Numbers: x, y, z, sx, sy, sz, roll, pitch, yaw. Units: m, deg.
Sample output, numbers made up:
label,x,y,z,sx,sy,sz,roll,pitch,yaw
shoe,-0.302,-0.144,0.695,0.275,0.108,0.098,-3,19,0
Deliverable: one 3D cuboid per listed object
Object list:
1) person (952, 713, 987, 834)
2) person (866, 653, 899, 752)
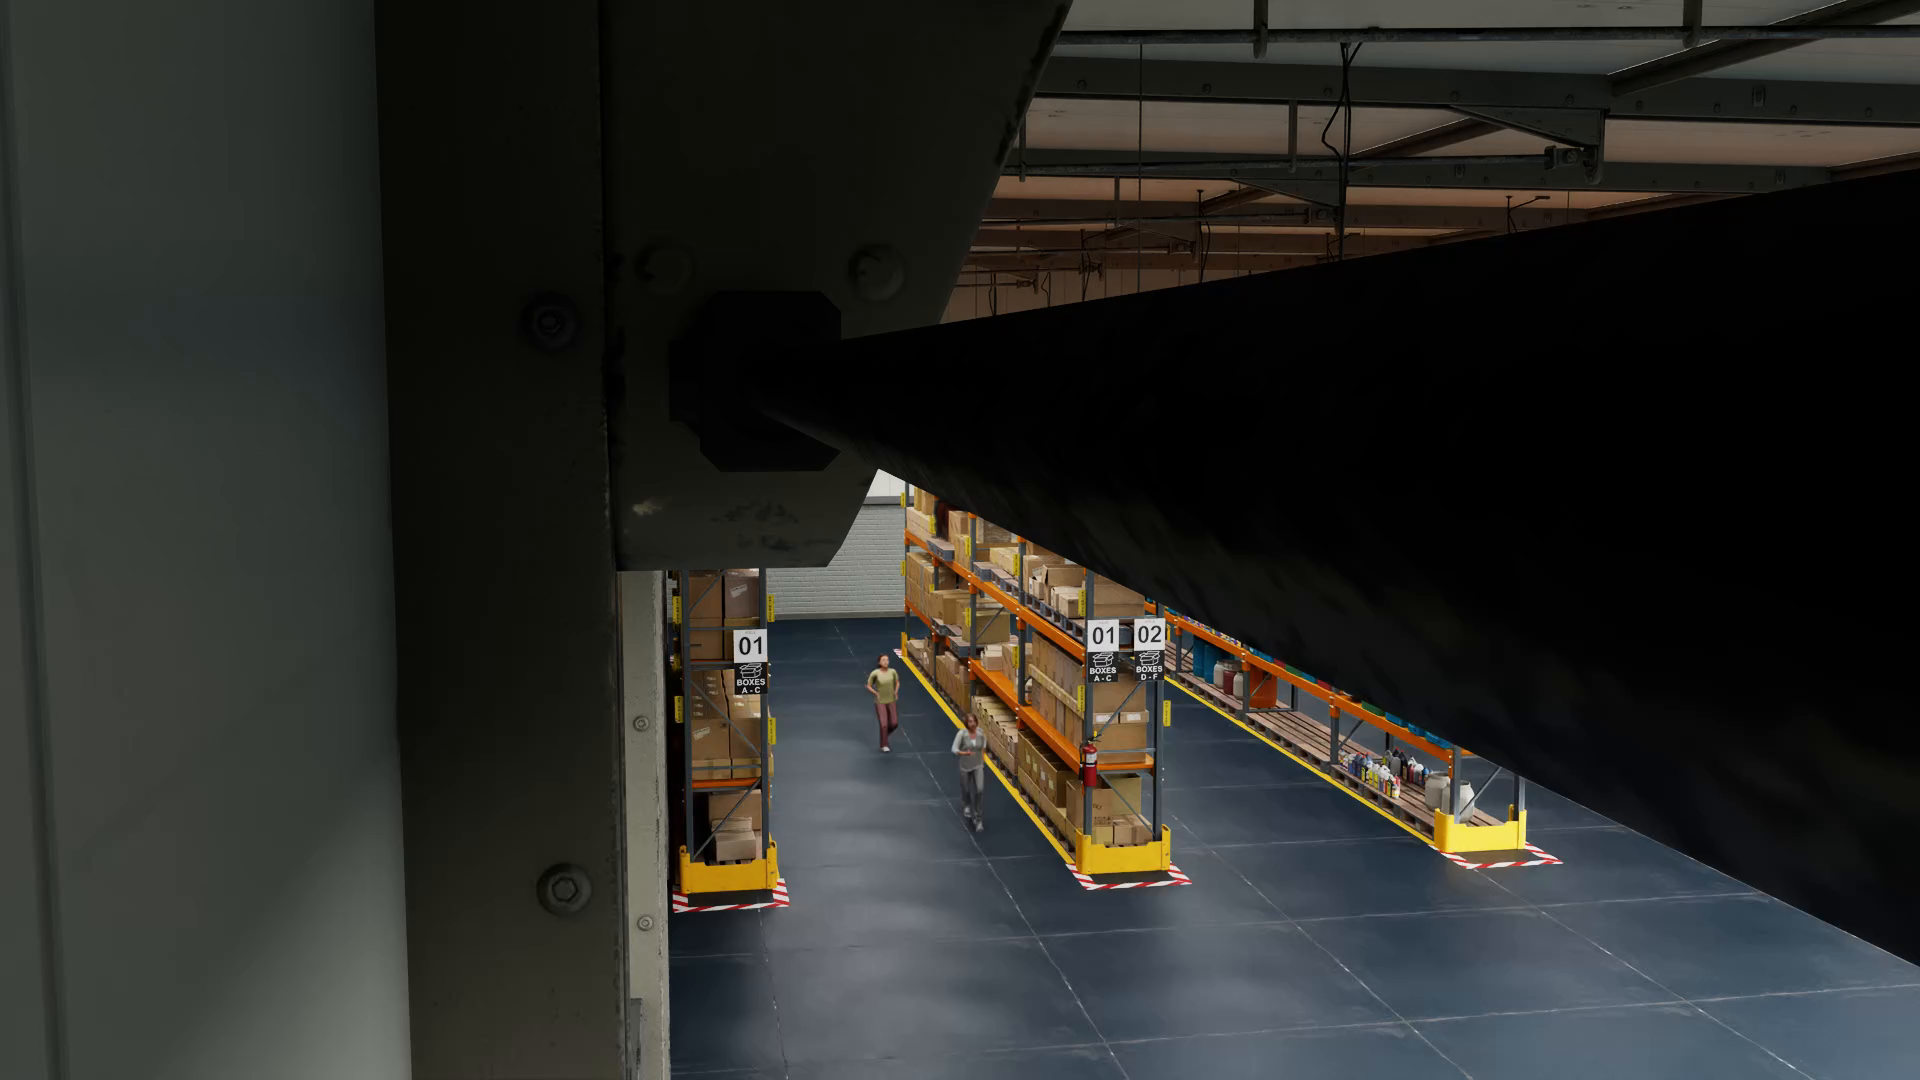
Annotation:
label,x,y,z,sx,sy,sz,roll,pitch,yaw
person,0.127,3.175,22.945,0.512,1.636,0.807,-1,6,-6
person,-1.249,2.674,27.469,0.577,1.620,0.563,-2,6,-18
